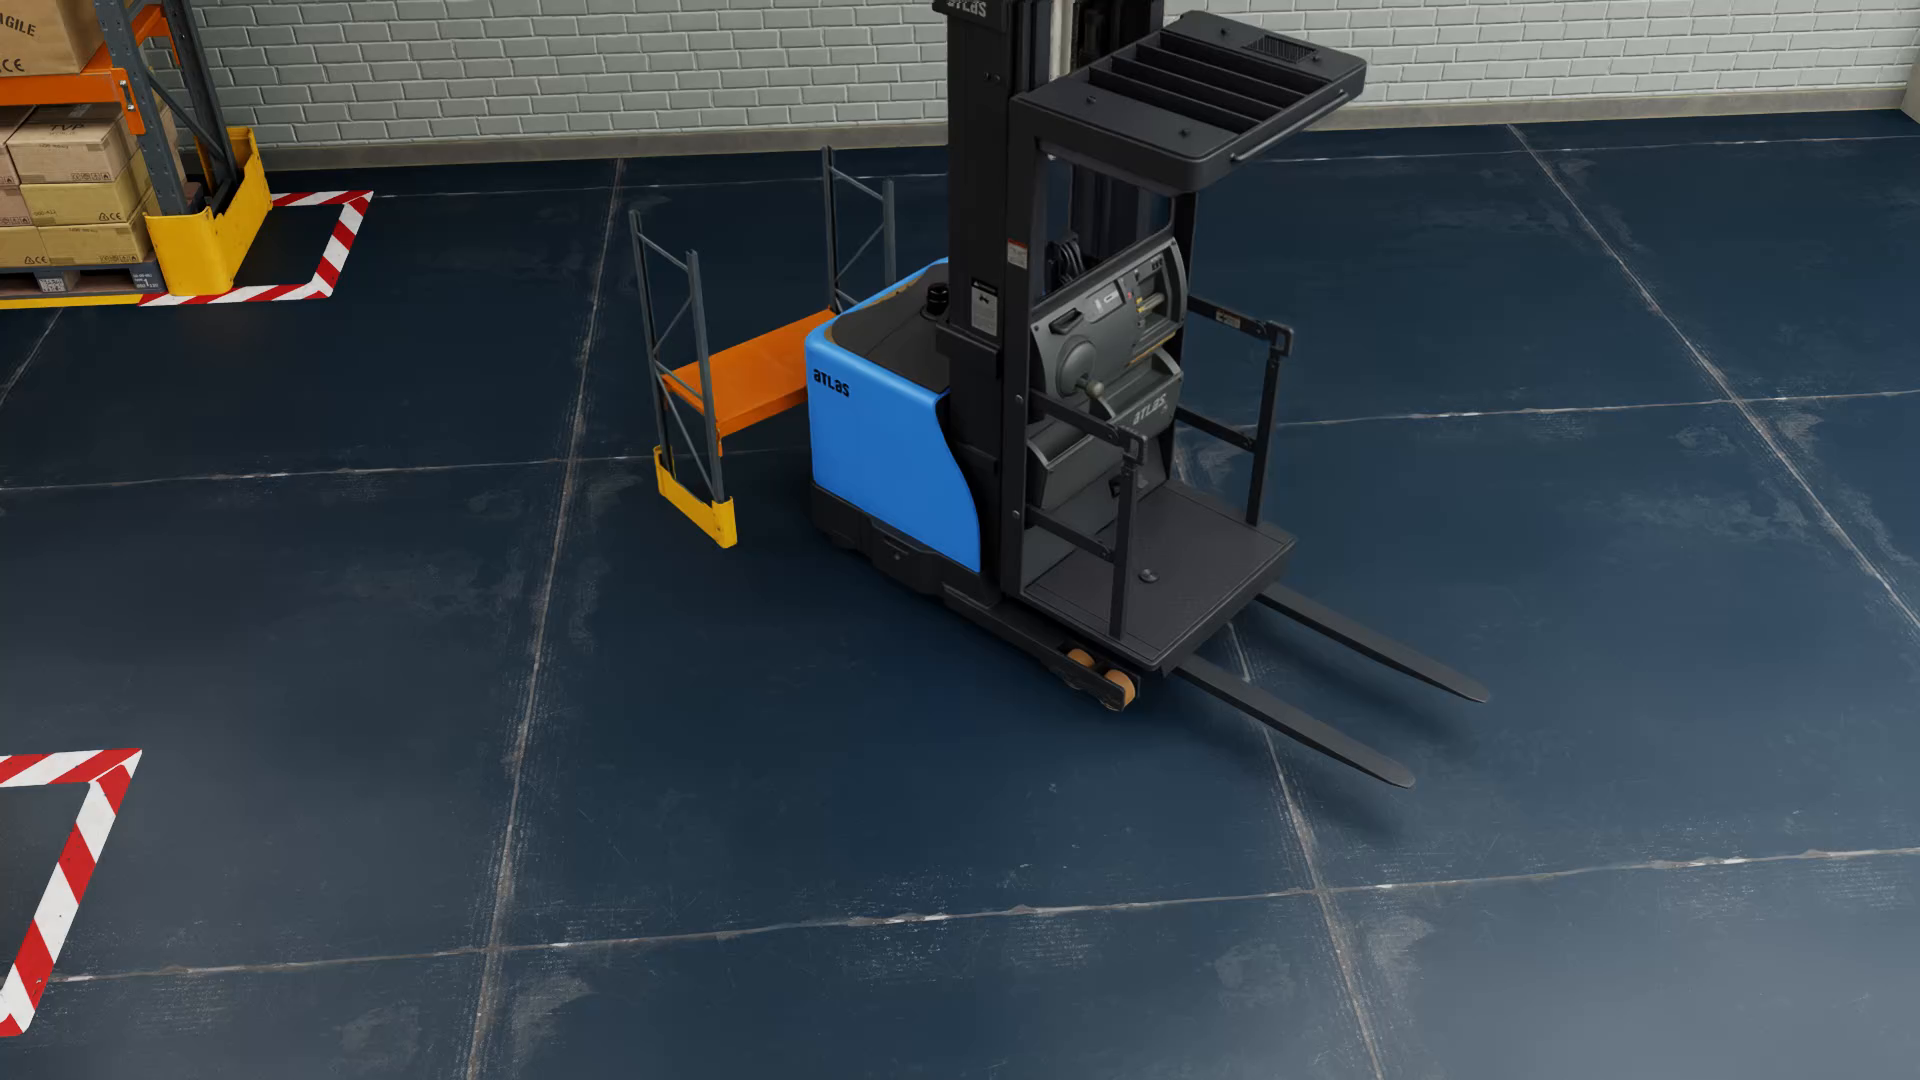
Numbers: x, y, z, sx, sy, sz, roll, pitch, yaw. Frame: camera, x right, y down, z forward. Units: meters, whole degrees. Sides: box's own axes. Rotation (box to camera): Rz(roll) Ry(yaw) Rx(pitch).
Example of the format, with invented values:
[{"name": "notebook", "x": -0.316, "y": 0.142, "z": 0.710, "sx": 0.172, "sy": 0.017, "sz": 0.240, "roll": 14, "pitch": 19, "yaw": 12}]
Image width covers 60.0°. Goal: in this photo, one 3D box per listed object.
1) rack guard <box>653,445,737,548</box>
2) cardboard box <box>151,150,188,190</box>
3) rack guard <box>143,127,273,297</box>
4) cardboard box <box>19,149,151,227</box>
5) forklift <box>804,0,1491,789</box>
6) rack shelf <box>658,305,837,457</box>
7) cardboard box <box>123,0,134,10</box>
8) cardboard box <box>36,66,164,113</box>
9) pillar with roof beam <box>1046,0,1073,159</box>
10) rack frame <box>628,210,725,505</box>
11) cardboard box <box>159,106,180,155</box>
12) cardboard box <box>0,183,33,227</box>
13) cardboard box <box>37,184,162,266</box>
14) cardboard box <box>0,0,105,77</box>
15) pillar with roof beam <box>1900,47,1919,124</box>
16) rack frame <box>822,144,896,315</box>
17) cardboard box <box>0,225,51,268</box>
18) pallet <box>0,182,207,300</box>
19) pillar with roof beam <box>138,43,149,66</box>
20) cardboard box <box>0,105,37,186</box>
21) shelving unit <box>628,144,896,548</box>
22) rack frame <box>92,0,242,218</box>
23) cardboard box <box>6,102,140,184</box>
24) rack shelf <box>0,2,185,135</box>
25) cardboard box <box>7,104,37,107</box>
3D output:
[{"name": "rack guard", "x": -1.246, "y": -0.212, "z": 7.817, "sx": 0.087, "sy": 0.250, "sz": 0.587, "roll": -27, "pitch": 46, "yaw": -30}, {"name": "cardboard box", "x": -4.951, "y": -2.115, "z": 9.890, "sx": 0.500, "sy": 0.250, "sz": 0.500, "roll": -3, "pitch": 38, "yaw": -4}, {"name": "rack guard", "x": -4.421, "y": -1.956, "z": 9.825, "sx": 0.348, "sy": 0.500, "sz": 1.175, "roll": -3, "pitch": 38, "yaw": -4}, {"name": "cardboard box", "x": -4.902, "y": -1.998, "z": 9.338, "sx": 0.500, "sy": 0.250, "sz": 0.500, "roll": -4, "pitch": 38, "yaw": -5}, {"name": "forklift", "x": 0.755, "y": -0.819, "z": 6.422, "sx": 3.031, "sy": 2.935, "sz": 1.130, "roll": 28, "pitch": 46, "yaw": 31}, {"name": "rack shelf", "x": -0.856, "y": -0.762, "z": 7.795, "sx": 1.000, "sy": 0.185, "sz": 0.538, "roll": -27, "pitch": 46, "yaw": -30}, {"name": "cardboard box", "x": -4.963, "y": -3.119, "z": 9.201, "sx": 0.500, "sy": 0.500, "sz": 0.500, "roll": -2, "pitch": 38, "yaw": -3}, {"name": "cardboard box", "x": -4.940, "y": -2.504, "z": 9.576, "sx": 0.500, "sy": 0.250, "sz": 0.500, "roll": -4, "pitch": 38, "yaw": -5}, {"name": "pillar with roof beam", "x": 1.140, "y": -3.482, "z": 4.898, "sx": 0.400, "sy": 9.000, "sz": 9.100, "roll": -3, "pitch": 38, "yaw": -4}, {"name": "rack frame", "x": -1.247, "y": -0.703, "z": 7.430, "sx": 0.032, "sy": 1.500, "sz": 0.500, "roll": -27, "pitch": 46, "yaw": -30}, {"name": "cardboard box", "x": -4.931, "y": -2.320, "z": 9.746, "sx": 0.500, "sy": 0.250, "sz": 0.500, "roll": -2, "pitch": 38, "yaw": -3}, {"name": "cardboard box", "x": -5.402, "y": -1.977, "z": 9.311, "sx": 0.500, "sy": 0.250, "sz": 0.500, "roll": -3, "pitch": 38, "yaw": -4}, {"name": "cardboard box", "x": -4.885, "y": -1.801, "z": 9.491, "sx": 0.500, "sy": 0.250, "sz": 0.500, "roll": -3, "pitch": 38, "yaw": -4}, {"name": "cardboard box", "x": -4.912, "y": -2.786, "z": 8.779, "sx": 0.500, "sy": 0.500, "sz": 0.500, "roll": -4, "pitch": 38, "yaw": -5}, {"name": "pillar with roof beam", "x": 7.116, "y": -3.811, "z": 5.315, "sx": 0.400, "sy": 9.000, "sz": 9.100, "roll": -3, "pitch": 38, "yaw": -4}, {"name": "rack frame", "x": -0.464, "y": -1.104, "z": 7.938, "sx": 0.032, "sy": 1.500, "sz": 0.500, "roll": -27, "pitch": 46, "yaw": -30}, {"name": "cardboard box", "x": -5.381, "y": -1.779, "z": 9.464, "sx": 0.500, "sy": 0.250, "sz": 0.500, "roll": -3, "pitch": 38, "yaw": -4}, {"name": "pallet", "x": -5.203, "y": -1.773, "z": 9.827, "sx": 1.213, "sy": 0.211, "sz": 1.003, "roll": -3, "pitch": 38, "yaw": -4}, {"name": "pillar with roof beam", "x": -4.837, "y": -3.153, "z": 4.481, "sx": 0.400, "sy": 9.000, "sz": 9.100, "roll": -3, "pitch": 38, "yaw": -4}, {"name": "cardboard box", "x": -5.384, "y": -2.164, "z": 9.145, "sx": 0.500, "sy": 0.250, "sz": 0.500, "roll": -2, "pitch": 38, "yaw": -3}, {"name": "shelving unit", "x": -0.863, "y": -0.900, "z": 7.679, "sx": 1.083, "sy": 1.500, "sz": 0.587, "roll": -27, "pitch": 46, "yaw": -30}, {"name": "rack frame", "x": -4.445, "y": -2.936, "z": 9.049, "sx": 0.127, "sy": 3.000, "sz": 1.000, "roll": -3, "pitch": 38, "yaw": -4}, {"name": "cardboard box", "x": -4.876, "y": -2.196, "z": 9.185, "sx": 0.500, "sy": 0.250, "sz": 0.500, "roll": -2, "pitch": 38, "yaw": -2}, {"name": "rack shelf", "x": -6.437, "y": -2.544, "z": 9.133, "sx": 4.000, "sy": 0.370, "sz": 1.077, "roll": -3, "pitch": 38, "yaw": -4}, {"name": "cardboard box", "x": -5.438, "y": -2.475, "z": 9.538, "sx": 0.500, "sy": 0.250, "sz": 0.500, "roll": -3, "pitch": 38, "yaw": -4}]
